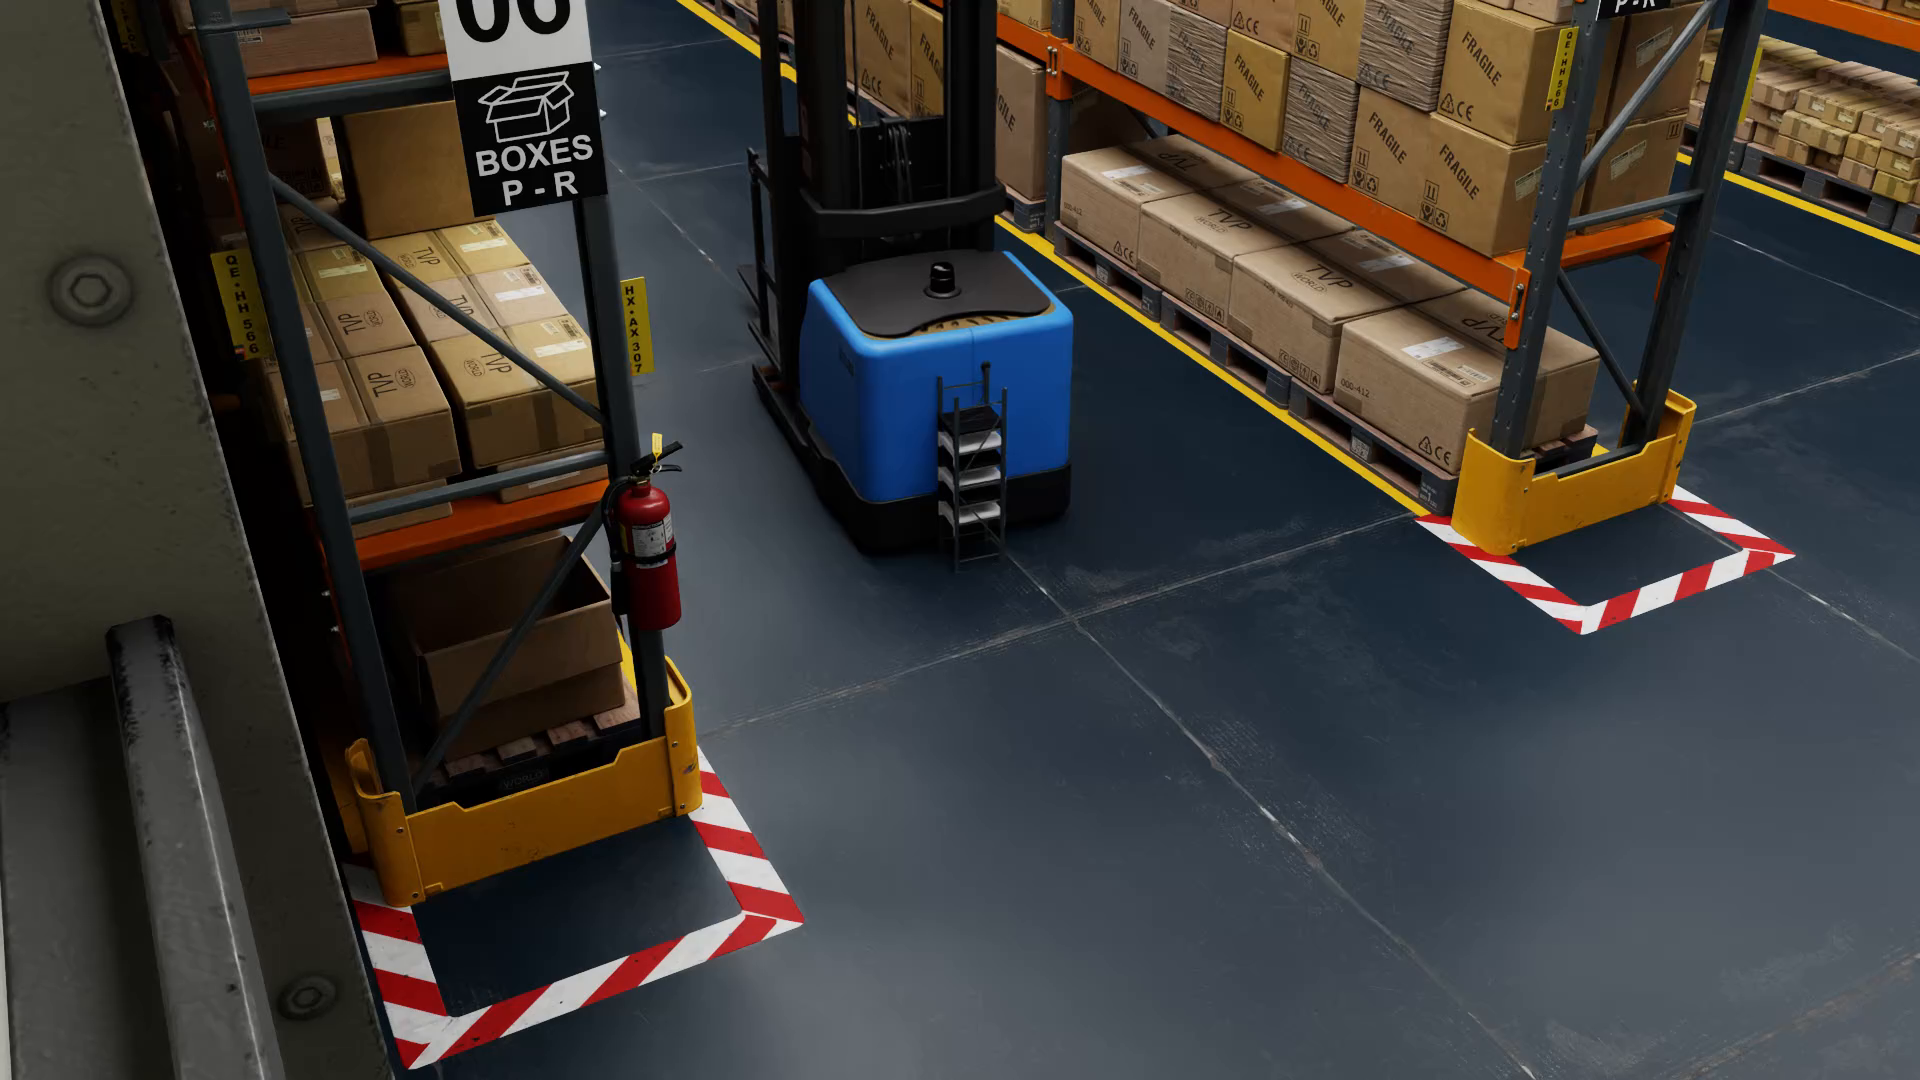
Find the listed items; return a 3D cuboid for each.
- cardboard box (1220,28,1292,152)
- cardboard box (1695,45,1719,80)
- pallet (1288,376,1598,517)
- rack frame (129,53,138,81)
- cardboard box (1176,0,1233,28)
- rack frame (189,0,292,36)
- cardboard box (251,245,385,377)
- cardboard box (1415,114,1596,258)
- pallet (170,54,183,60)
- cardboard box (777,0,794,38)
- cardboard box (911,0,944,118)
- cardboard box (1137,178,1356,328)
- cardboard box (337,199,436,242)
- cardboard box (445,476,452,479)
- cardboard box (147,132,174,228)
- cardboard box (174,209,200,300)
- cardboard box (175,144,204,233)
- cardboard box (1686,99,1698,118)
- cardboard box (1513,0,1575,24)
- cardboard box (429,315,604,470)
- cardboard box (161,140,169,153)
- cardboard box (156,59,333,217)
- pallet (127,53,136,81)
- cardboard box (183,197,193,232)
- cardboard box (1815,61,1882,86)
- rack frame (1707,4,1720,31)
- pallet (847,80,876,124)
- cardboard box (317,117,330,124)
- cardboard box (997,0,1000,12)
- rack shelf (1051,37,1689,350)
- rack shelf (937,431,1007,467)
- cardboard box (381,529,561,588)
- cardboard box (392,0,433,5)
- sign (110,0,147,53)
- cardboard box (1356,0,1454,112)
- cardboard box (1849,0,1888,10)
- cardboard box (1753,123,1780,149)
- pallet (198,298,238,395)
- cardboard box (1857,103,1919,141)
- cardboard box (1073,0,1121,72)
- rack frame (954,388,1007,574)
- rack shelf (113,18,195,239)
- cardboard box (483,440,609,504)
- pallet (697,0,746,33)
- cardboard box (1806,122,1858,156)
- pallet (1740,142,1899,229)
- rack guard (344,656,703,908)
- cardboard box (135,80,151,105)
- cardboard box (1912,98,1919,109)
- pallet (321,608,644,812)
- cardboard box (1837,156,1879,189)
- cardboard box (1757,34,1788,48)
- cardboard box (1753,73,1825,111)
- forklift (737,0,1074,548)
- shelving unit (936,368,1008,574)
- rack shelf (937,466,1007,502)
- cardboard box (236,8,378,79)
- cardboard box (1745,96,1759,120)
[{"bbox_3d":[1.705,-2.351,8.566,0.500,0.500,0.500,-15,35,-22],"label":"cardboard box"},{"bbox_3d":[5.406,-3.482,12.126,0.380,0.149,0.250,-14,35,-21],"label":"cardboard box"},{"bbox_3d":[2.444,-0.604,8.517,1.003,0.211,1.213,-16,36,-23],"label":"pallet"},{"bbox_3d":[-5.234,-3.984,11.207,1.000,3.000,0.127,-16,36,-23],"label":"rack frame"},{"bbox_3d":[1.487,-3.010,8.668,0.500,0.500,0.500,-15,36,-22],"label":"cardboard box"},{"bbox_3d":[-1.504,-2.692,3.630,1.000,3.000,0.127,-16,36,-23],"label":"rack frame"},{"bbox_3d":[-2.419,-0.865,6.202,0.500,0.250,0.500,-15,35,-22],"label":"cardboard box"},{"bbox_3d":[2.427,-1.622,7.428,0.500,0.500,0.500,-16,36,-23],"label":"cardboard box"},{"bbox_3d":[-3.645,-2.403,8.917,1.003,0.211,1.213,-16,36,-23],"label":"pallet"},{"bbox_3d":[-1.099,-4.576,14.179,0.950,0.372,0.625,-18,37,-26],"label":"cardboard box"},{"bbox_3d":[0.233,-3.312,11.739,0.875,0.875,0.875,-15,36,-22],"label":"cardboard box"},{"bbox_3d":[1.636,-1.669,9.580,0.875,0.438,0.875,-17,36,-24],"label":"cardboard box"},{"bbox_3d":[-2.209,-1.233,6.776,0.500,0.250,0.500,-17,36,-24],"label":"cardboard box"},{"bbox_3d":[-1.960,-0.287,5.670,0.380,0.149,0.250,-15,35,-22],"label":"cardboard box"},{"bbox_3d":[-4.828,-2.345,10.577,0.500,0.500,0.500,-14,35,-21],"label":"cardboard box"},{"bbox_3d":[-4.083,-1.598,9.411,0.500,0.500,0.500,-17,37,-25],"label":"cardboard box"},{"bbox_3d":[-3.137,-1.595,7.342,0.500,0.250,0.500,-16,36,-24],"label":"cardboard box"},{"bbox_3d":[5.362,-3.213,12.258,0.380,0.149,0.250,-15,35,-22],"label":"cardboard box"},{"bbox_3d":[2.541,-2.273,6.916,0.380,0.149,0.250,-15,36,-22],"label":"cardboard box"},{"bbox_3d":[-1.477,-0.512,5.652,0.500,0.250,0.500,-16,36,-23],"label":"cardboard box"},{"bbox_3d":[-4.528,-2.311,9.922,0.380,0.149,0.250,-17,37,-25],"label":"cardboard box"},{"bbox_3d":[-2.910,-1.675,6.772,0.500,0.500,0.500,-17,36,-24],"label":"cardboard box"},{"bbox_3d":[-6.148,-3.794,13.495,1.003,0.211,1.213,-16,36,-23],"label":"pallet"},{"bbox_3d":[-4.044,-1.813,9.146,0.380,0.149,0.250,-15,36,-23],"label":"cardboard box"},{"bbox_3d":[6.285,-3.262,11.783,0.380,0.149,0.250,-18,37,-25],"label":"cardboard box"},{"bbox_3d":[5.353,-4.618,12.198,1.000,3.000,0.127,-16,36,-23],"label":"rack frame"},{"bbox_3d":[-0.543,-3.665,13.294,1.003,0.211,1.213,-16,36,-23],"label":"pallet"},{"bbox_3d":[-2.916,-1.955,7.904,0.500,0.250,0.500,-15,36,-22],"label":"cardboard box"},{"bbox_3d":[0.352,-3.656,10.834,0.500,0.250,0.500,-16,36,-24],"label":"cardboard box"},{"bbox_3d":[1.953,-2.068,8.883,1.077,0.370,4.000,-16,36,-23],"label":"rack shelf"},{"bbox_3d":[0.052,-0.423,7.323,0.258,0.077,0.200,-12,34,-17],"label":"rack shelf"},{"bbox_3d":[-2.069,-0.024,6.954,0.700,0.500,0.500,-14,35,-21],"label":"cardboard box"},{"bbox_3d":[-1.469,-1.771,4.837,0.500,0.250,0.500,-16,36,-24],"label":"cardboard box"},{"bbox_3d":[-3.858,-2.421,7.695,0.100,0.325,0.005,-16,36,-23],"label":"sign"},{"bbox_3d":[2.181,-2.291,7.546,0.500,0.500,0.500,-16,36,-23],"label":"cardboard box"},{"bbox_3d":[6.018,-3.562,10.782,0.380,0.149,0.250,-14,35,-21],"label":"cardboard box"},{"bbox_3d":[5.843,-2.879,11.737,0.380,0.149,0.250,-17,37,-25],"label":"cardboard box"},{"bbox_3d":[-3.781,-1.279,9.571,1.003,0.211,1.213,-16,36,-23],"label":"pallet"},{"bbox_3d":[6.183,-2.759,10.997,0.380,0.149,0.250,-17,36,-25],"label":"cardboard box"},{"bbox_3d":[1.008,-3.077,9.700,0.500,0.500,0.500,-15,35,-22],"label":"cardboard box"},{"bbox_3d":[0.088,-0.248,7.322,0.240,0.900,0.006,-12,34,-17],"label":"rack frame"},{"bbox_3d":[-4.301,-2.726,9.911,1.077,0.370,4.000,-16,36,-23],"label":"rack shelf"},{"bbox_3d":[-1.414,-0.286,5.668,0.380,0.149,0.250,-16,36,-23],"label":"cardboard box"},{"bbox_3d":[-1.772,-5.014,15.401,1.003,0.211,1.213,-16,36,-23],"label":"pallet"},{"bbox_3d":[5.966,-2.734,11.234,0.380,0.149,0.250,-15,36,-23],"label":"cardboard box"},{"bbox_3d":[6.270,-2.549,11.553,1.003,0.211,1.213,-16,36,-23],"label":"pallet"},{"bbox_3d":[-1.539,0.850,5.979,1.175,0.500,0.348,-16,36,-23],"label":"rack guard"},{"bbox_3d":[-5.166,-2.920,10.874,0.380,0.149,0.250,-15,35,-22],"label":"cardboard box"},{"bbox_3d":[6.643,-2.895,11.209,0.380,0.149,0.250,-15,36,-22],"label":"cardboard box"},{"bbox_3d":[-1.912,0.592,6.650,1.003,0.211,1.213,-16,36,-23],"label":"pallet"},{"bbox_3d":[6.120,-2.485,11.122,0.380,0.149,0.250,-15,36,-22],"label":"cardboard box"},{"bbox_3d":[5.903,-3.629,12.355,0.380,0.149,0.250,-15,36,-23],"label":"cardboard box"},{"bbox_3d":[5.756,-3.113,11.550,0.380,0.149,0.250,-15,36,-22],"label":"cardboard box"},{"bbox_3d":[-0.473,-1.983,8.149,1.130,2.935,3.031,-12,34,-17],"label":"forklift"},{"bbox_3d":[0.052,-0.299,7.402,0.258,0.900,0.210,-12,34,-17],"label":"shelving unit"},{"bbox_3d":[0.052,-0.271,7.420,0.258,0.077,0.200,-12,34,-17],"label":"rack shelf"},{"bbox_3d":[-1.858,-1.418,4.654,0.380,0.149,0.250,-15,36,-22],"label":"cardboard box"},{"bbox_3d":[5.705,-3.131,11.855,0.380,0.149,0.250,-18,37,-25],"label":"cardboard box"}]
